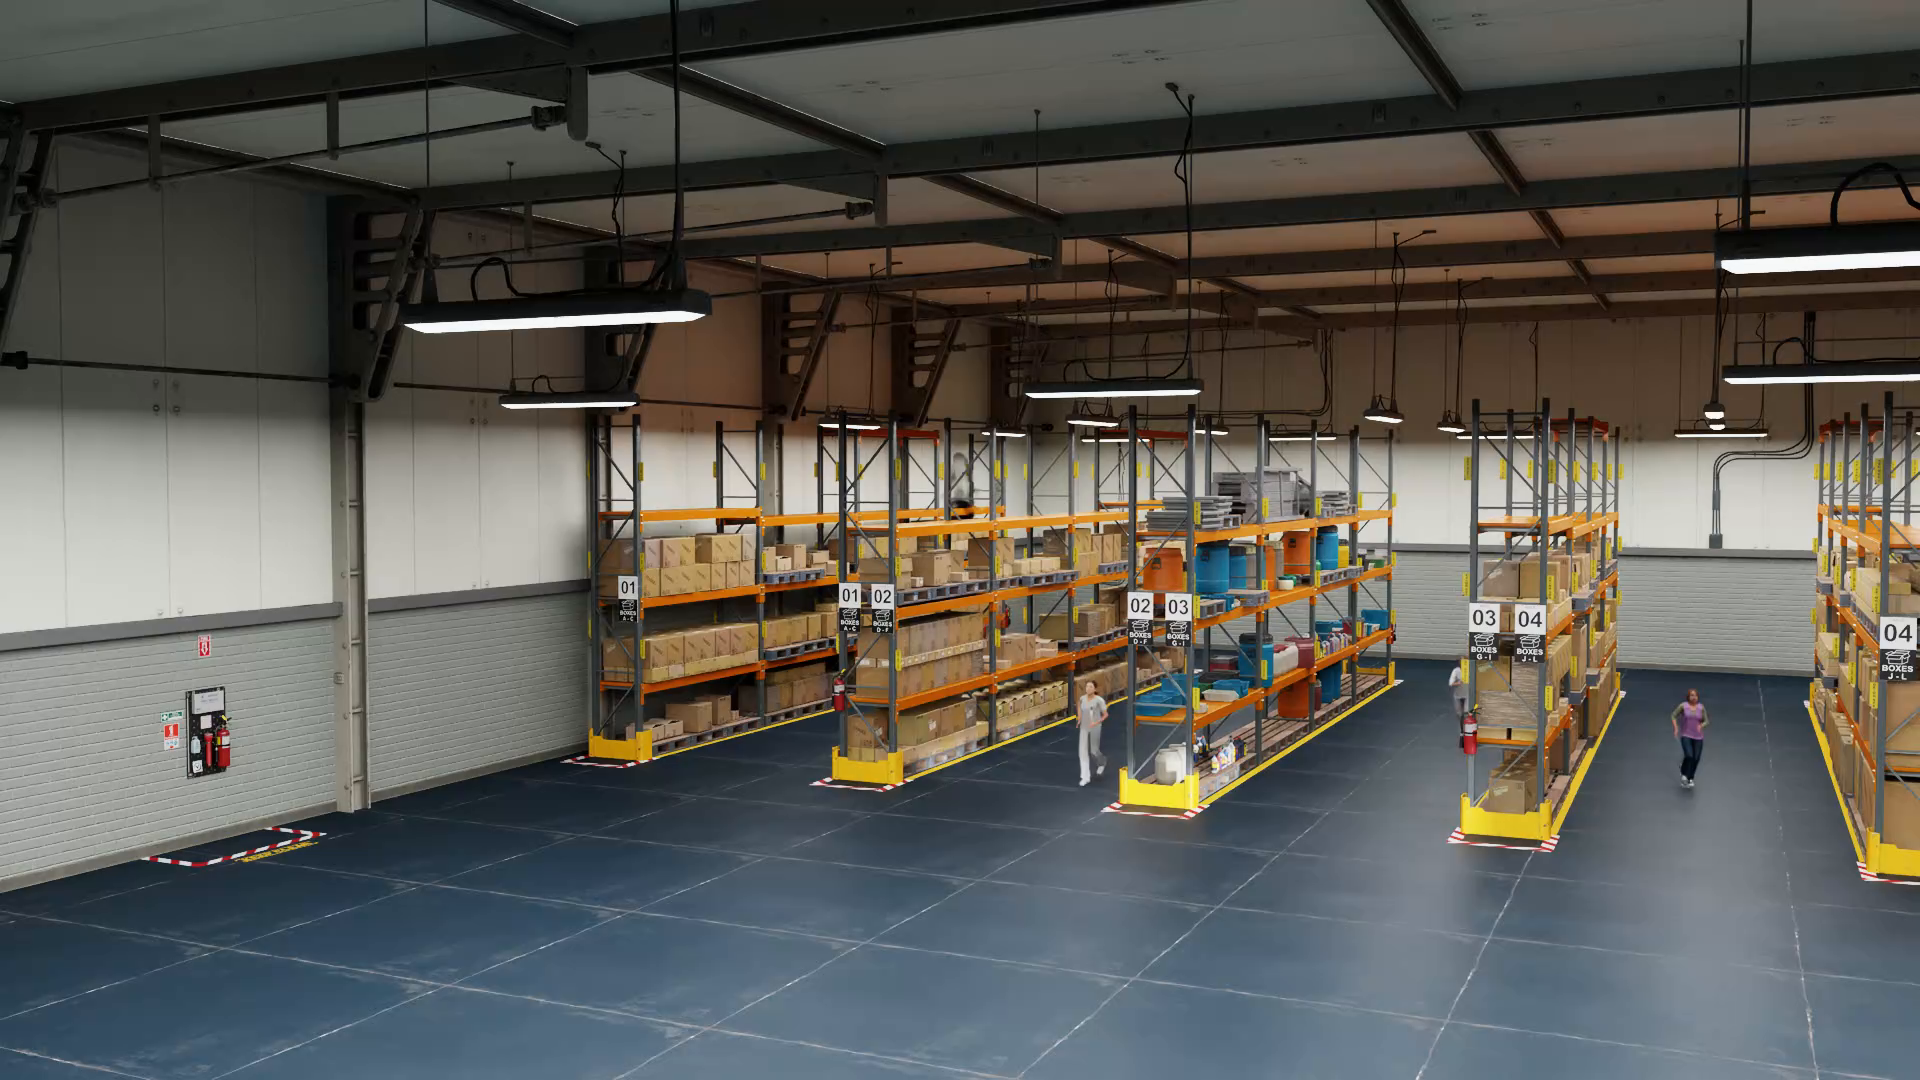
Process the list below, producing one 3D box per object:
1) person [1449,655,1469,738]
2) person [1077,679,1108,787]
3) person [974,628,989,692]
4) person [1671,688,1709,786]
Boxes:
[{"bbox_3d":[9.274,2.939,30.617,0.510,1.646,0.724,1,3,26],"label":"person"},{"bbox_3d":[2.121,3.075,26.774,0.579,1.674,0.887,1,3,26],"label":"person"},{"bbox_3d":[0.461,2.693,34.869,0.666,1.751,0.596,1,3,25],"label":"person"},{"bbox_3d":[11.517,3.123,26.195,0.513,1.565,0.621,0,2,9],"label":"person"}]
